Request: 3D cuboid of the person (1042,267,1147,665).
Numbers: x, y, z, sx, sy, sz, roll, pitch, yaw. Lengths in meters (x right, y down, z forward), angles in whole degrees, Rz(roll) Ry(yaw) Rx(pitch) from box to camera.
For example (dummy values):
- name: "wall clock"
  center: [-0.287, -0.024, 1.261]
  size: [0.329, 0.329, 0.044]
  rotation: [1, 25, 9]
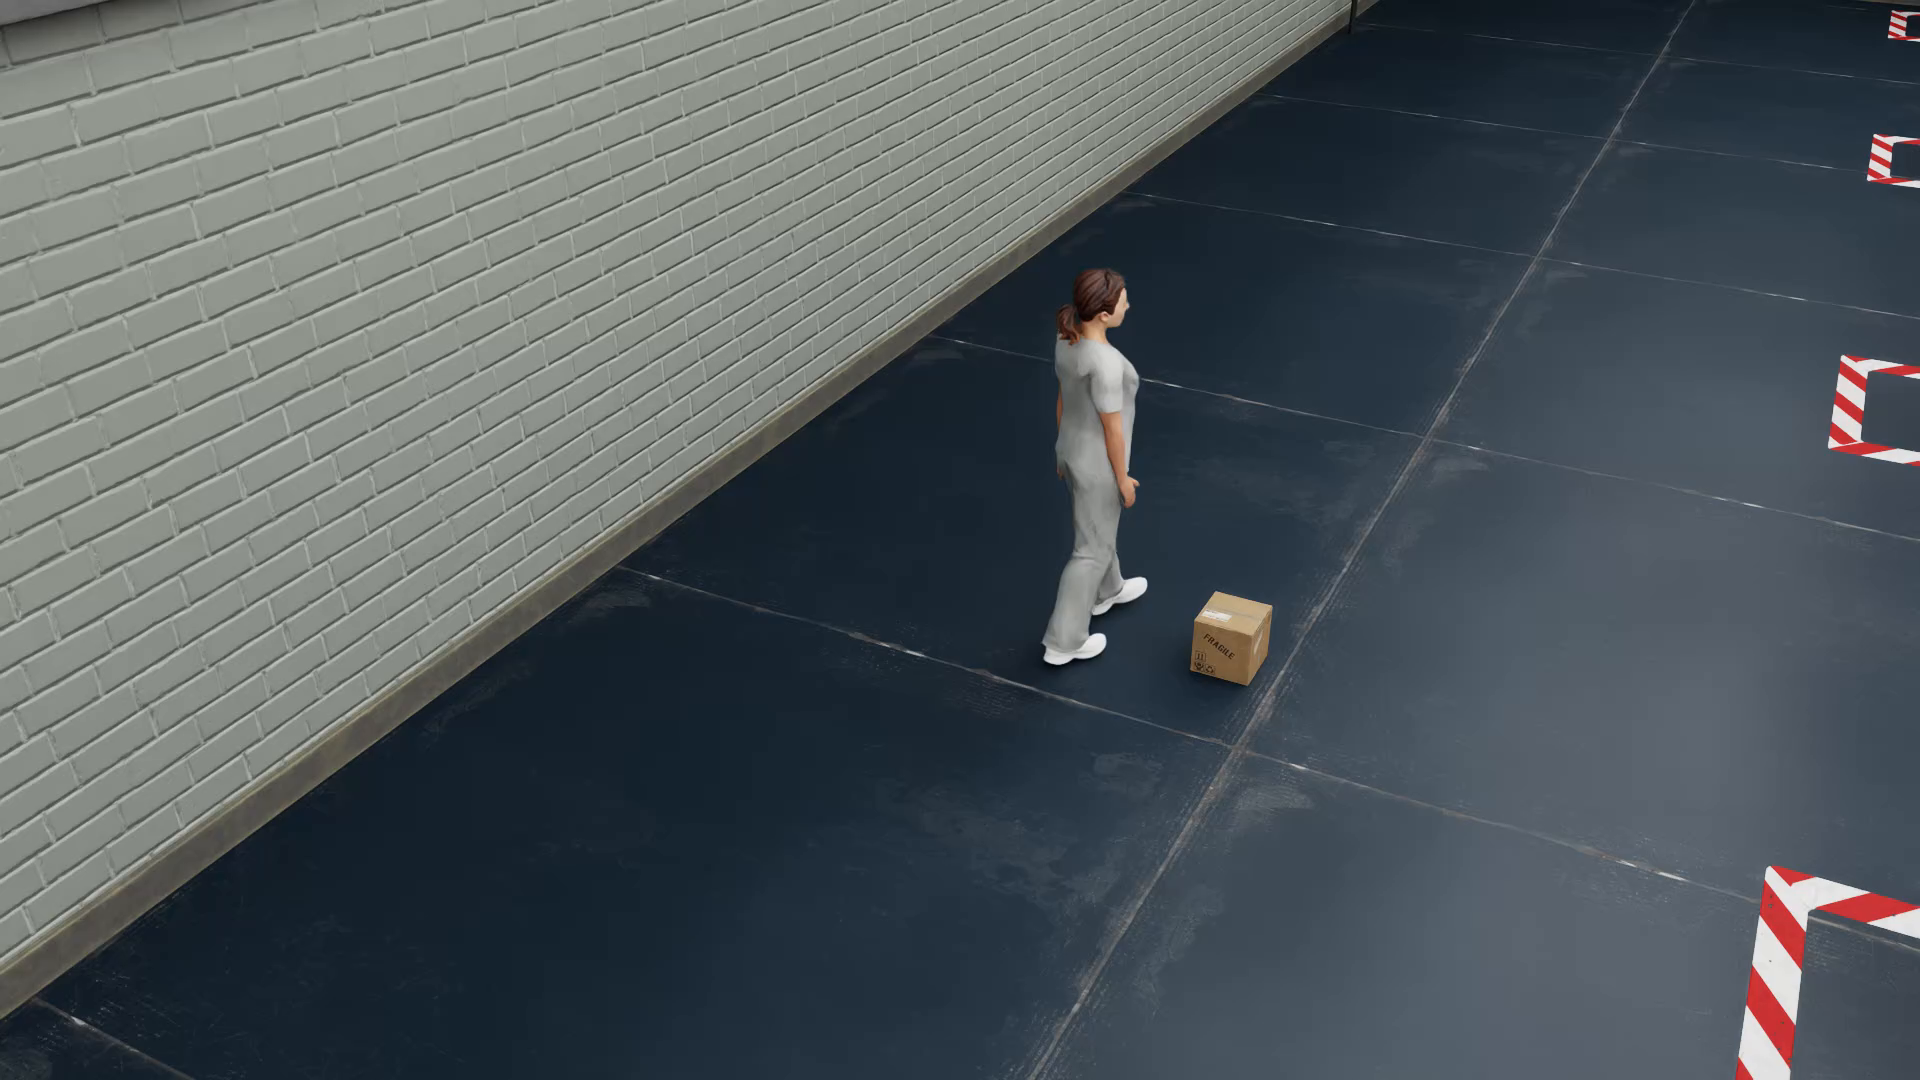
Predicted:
- name: "person"
  center: [0.588, -0.322, 6.665]
  size: [0.641, 1.666, 0.466]
  rotation: [-12, 32, -20]
